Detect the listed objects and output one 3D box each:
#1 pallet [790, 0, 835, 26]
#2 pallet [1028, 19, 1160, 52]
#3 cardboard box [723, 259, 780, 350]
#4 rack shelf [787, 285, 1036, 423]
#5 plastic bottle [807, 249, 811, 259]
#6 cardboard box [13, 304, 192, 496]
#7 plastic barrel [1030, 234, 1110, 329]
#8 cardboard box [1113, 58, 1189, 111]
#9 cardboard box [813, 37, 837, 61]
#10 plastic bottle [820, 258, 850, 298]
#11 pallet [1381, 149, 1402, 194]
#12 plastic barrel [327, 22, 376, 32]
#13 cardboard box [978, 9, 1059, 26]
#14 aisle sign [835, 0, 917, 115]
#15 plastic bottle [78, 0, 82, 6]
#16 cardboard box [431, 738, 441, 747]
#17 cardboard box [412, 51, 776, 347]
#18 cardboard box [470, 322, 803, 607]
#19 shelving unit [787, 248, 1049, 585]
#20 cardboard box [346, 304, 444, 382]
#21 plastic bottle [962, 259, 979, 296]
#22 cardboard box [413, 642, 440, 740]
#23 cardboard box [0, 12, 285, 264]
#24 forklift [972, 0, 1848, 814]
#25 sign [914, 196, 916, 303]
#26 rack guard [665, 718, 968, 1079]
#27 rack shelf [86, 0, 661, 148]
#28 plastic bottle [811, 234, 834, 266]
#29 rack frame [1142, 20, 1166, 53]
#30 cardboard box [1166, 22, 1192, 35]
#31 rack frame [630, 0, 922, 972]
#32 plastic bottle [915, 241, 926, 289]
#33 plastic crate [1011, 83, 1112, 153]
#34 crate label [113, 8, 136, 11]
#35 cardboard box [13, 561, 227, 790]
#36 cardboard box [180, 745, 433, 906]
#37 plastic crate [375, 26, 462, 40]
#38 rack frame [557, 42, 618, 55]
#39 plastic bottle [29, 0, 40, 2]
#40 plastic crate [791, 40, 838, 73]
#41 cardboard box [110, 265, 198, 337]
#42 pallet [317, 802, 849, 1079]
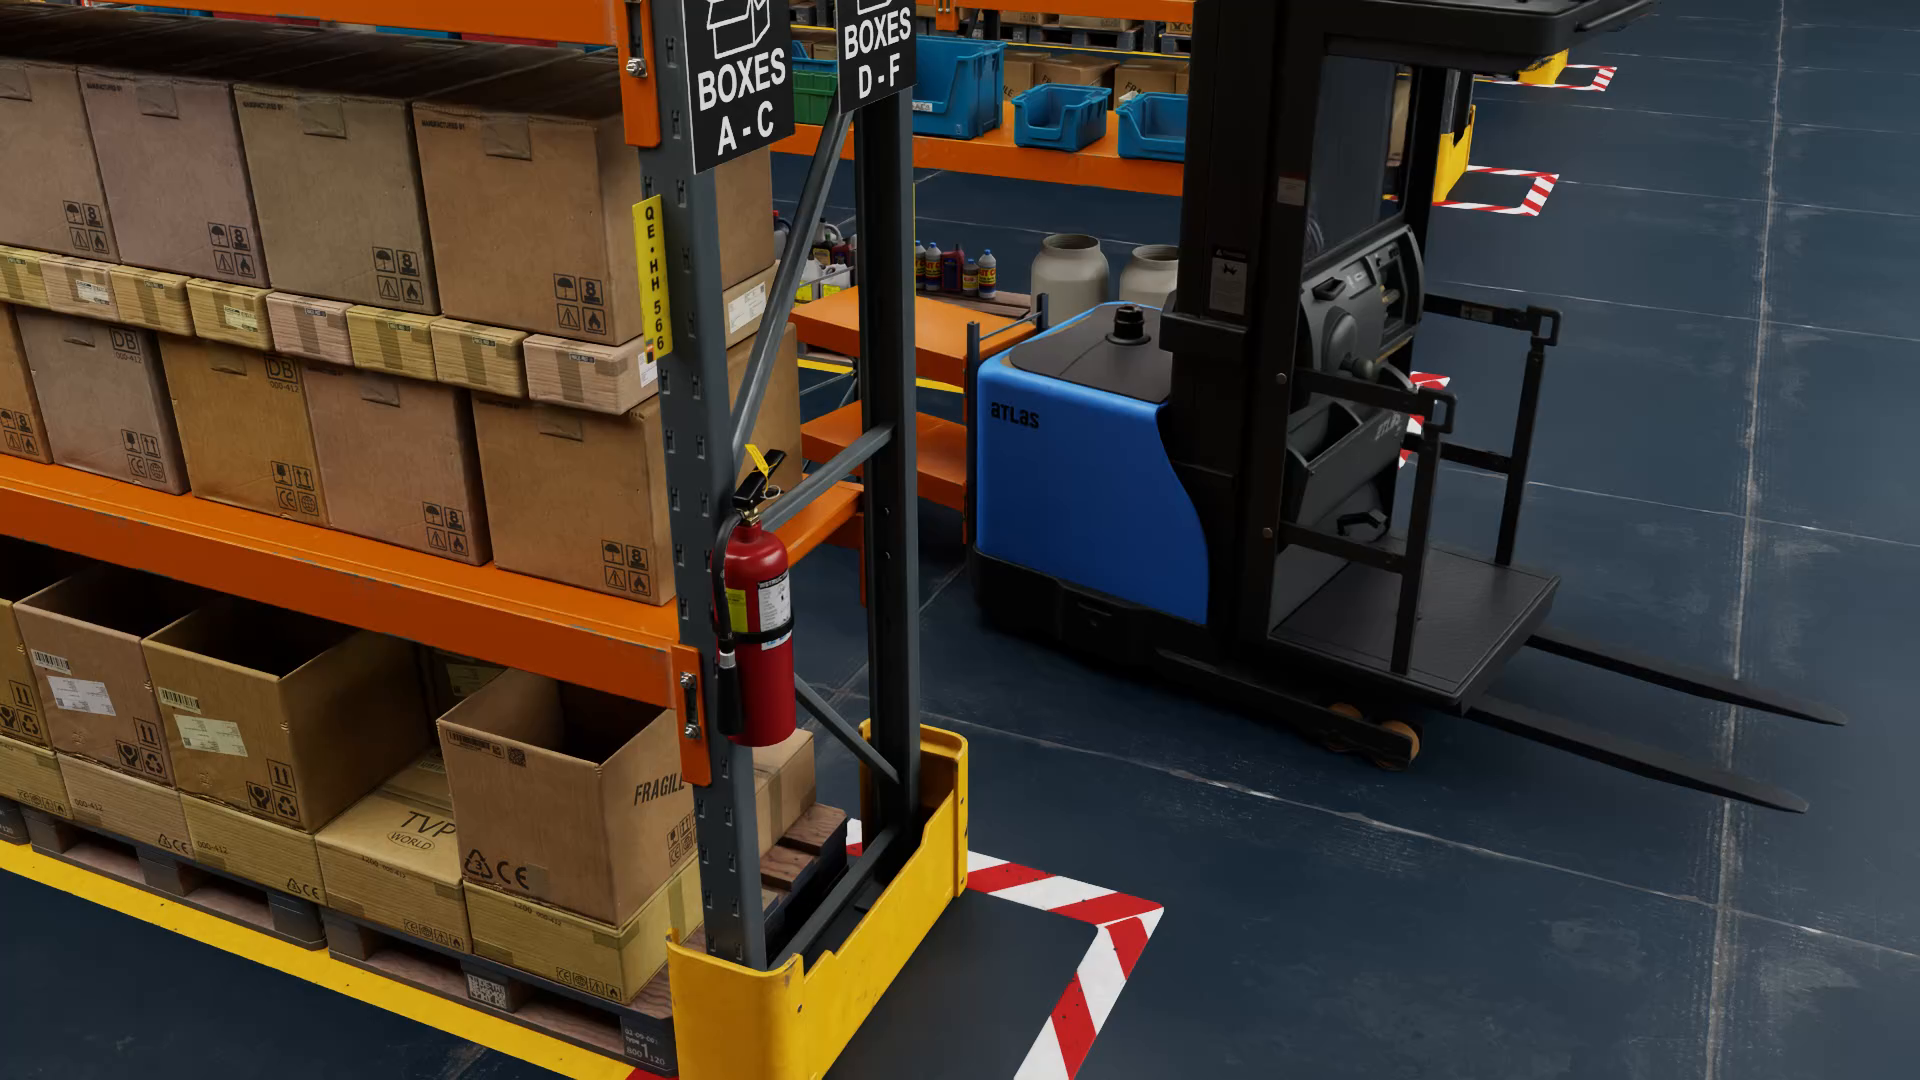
[{"bbox_3d":[-2.120,-6.425,20.061,1.213,0.211,1.003,11,28,22],"label":"pallet"},{"bbox_3d":[1.498,-5.661,18.509,1.213,0.211,1.003,11,28,22],"label":"pallet"},{"bbox_3d":[-0.644,-0.606,4.237,0.250,0.149,0.380,11,28,21],"label":"cardboard box"},{"bbox_3d":[-0.205,-0.813,6.965,1.000,0.278,0.538,19,32,34],"label":"rack shelf"},{"bbox_3d":[-0.917,-1.763,10.011,0.133,0.283,0.061,13,29,25],"label":"plastic bottle"},{"bbox_3d":[-2.206,-0.529,4.815,0.500,0.500,0.700,12,29,23],"label":"cardboard box"},{"bbox_3d":[0.591,-1.356,8.950,0.421,0.512,0.421,0,26,0],"label":"plastic barrel"},{"bbox_3d":[1.557,-3.620,13.560,0.500,0.500,0.500,9,28,17],"label":"cardboard box"},{"bbox_3d":[-0.889,-4.117,14.548,0.500,0.500,0.700,11,28,21],"label":"cardboard box"},{"bbox_3d":[-0.672,-1.382,9.162,0.185,0.351,0.144,13,29,24],"label":"plastic bottle"},{"bbox_3d":[2.934,-3.020,13.144,1.213,0.211,1.003,11,28,22],"label":"pallet"},{"bbox_3d":[-3.805,-3.371,10.548,0.433,0.535,0.433,0,26,0],"label":"plastic barrel"},{"bbox_3d":[0.753,-6.236,18.591,0.750,0.750,1.050,11,28,22],"label":"cardboard box"},{"bbox_3d":[-0.189,-1.389,3.732,0.004,0.787,0.394,11,28,22],"label":"aisle sign"},{"bbox_3d":[-6.145,-3.800,11.705,0.133,0.283,0.061,11,28,22],"label":"plastic bottle"},{"bbox_3d":[-1.684,0.565,5.345,0.500,0.250,0.500,11,28,22],"label":"cardboard box"},{"bbox_3d":[-0.844,-0.839,3.976,0.500,0.500,0.700,11,28,22],"label":"cardboard box"},{"bbox_3d":[-0.796,-0.247,4.242,0.500,0.500,0.700,11,28,22],"label":"cardboard box"},{"bbox_3d":[-0.205,-0.550,7.094,1.048,1.125,0.538,19,32,34],"label":"shelving unit"},{"bbox_3d":[-1.274,-0.535,4.093,0.250,0.149,0.380,11,28,21],"label":"cardboard box"},{"bbox_3d":[0.062,-1.520,9.612,0.097,0.201,0.097,0,26,0],"label":"plastic bottle"},{"bbox_3d":[-1.688,0.233,5.170,0.500,0.500,0.500,11,28,22],"label":"cardboard box"},{"bbox_3d":[-2.240,-1.116,4.539,0.500,0.500,0.700,11,28,22],"label":"cardboard box"},{"bbox_3d":[1.541,-0.798,5.552,3.031,2.935,1.130,18,31,32],"label":"forklift"},{"bbox_3d":[-0.141,-0.758,4.323,0.005,0.325,0.100,11,28,22],"label":"sign"},{"bbox_3d":[-0.354,1.014,4.624,0.348,0.500,1.175,11,28,22],"label":"rack guard"},{"bbox_3d":[-2.196,-1.500,4.320,4.000,0.370,1.077,11,28,22],"label":"rack shelf"},{"bbox_3d":[-0.808,-1.671,9.825,0.133,0.283,0.061,11,28,22],"label":"plastic bottle"},{"bbox_3d":[2.232,-6.801,17.668,0.127,3.000,1.000,11,28,22],"label":"rack frame"},{"bbox_3d":[2.776,-5.893,17.754,0.875,0.875,0.875,12,29,23],"label":"cardboard box"},{"bbox_3d":[-0.376,-0.112,4.081,0.127,3.000,1.000,11,28,22],"label":"rack frame"},{"bbox_3d":[-0.247,-1.614,9.722,0.097,0.271,0.097,0,26,0],"label":"plastic bottle"},{"bbox_3d":[0.510,-2.128,8.345,0.408,0.251,0.499,11,28,22],"label":"plastic crate"},{"bbox_3d":[-5.376,-3.262,10.670,0.416,0.233,0.303,11,28,22],"label":"crate label"},{"bbox_3d":[-2.358,0.350,4.932,0.500,0.500,0.500,11,28,22],"label":"cardboard box"},{"bbox_3d":[-1.902,0.777,4.913,0.500,0.250,0.500,11,28,22],"label":"cardboard box"},{"bbox_3d":[-3.096,-2.903,9.769,0.575,0.384,0.392,11,28,22],"label":"plastic crate"},{"bbox_3d":[-1.963,-2.834,9.610,0.127,3.000,1.000,11,28,22],"label":"rack frame"},{"bbox_3d":[-6.599,-3.892,11.891,0.133,0.283,0.061,11,28,22],"label":"plastic bottle"},{"bbox_3d":[-0.843,-2.674,9.454,0.616,0.251,0.499,11,28,22],"label":"plastic crate"},{"bbox_3d":[-1.982,-0.677,4.381,0.250,0.149,0.380,12,29,23],"label":"cardboard box"},{"bbox_3d":[-1.089,1.016,4.946,1.213,0.211,1.003,11,28,22],"label":"pallet"}]
